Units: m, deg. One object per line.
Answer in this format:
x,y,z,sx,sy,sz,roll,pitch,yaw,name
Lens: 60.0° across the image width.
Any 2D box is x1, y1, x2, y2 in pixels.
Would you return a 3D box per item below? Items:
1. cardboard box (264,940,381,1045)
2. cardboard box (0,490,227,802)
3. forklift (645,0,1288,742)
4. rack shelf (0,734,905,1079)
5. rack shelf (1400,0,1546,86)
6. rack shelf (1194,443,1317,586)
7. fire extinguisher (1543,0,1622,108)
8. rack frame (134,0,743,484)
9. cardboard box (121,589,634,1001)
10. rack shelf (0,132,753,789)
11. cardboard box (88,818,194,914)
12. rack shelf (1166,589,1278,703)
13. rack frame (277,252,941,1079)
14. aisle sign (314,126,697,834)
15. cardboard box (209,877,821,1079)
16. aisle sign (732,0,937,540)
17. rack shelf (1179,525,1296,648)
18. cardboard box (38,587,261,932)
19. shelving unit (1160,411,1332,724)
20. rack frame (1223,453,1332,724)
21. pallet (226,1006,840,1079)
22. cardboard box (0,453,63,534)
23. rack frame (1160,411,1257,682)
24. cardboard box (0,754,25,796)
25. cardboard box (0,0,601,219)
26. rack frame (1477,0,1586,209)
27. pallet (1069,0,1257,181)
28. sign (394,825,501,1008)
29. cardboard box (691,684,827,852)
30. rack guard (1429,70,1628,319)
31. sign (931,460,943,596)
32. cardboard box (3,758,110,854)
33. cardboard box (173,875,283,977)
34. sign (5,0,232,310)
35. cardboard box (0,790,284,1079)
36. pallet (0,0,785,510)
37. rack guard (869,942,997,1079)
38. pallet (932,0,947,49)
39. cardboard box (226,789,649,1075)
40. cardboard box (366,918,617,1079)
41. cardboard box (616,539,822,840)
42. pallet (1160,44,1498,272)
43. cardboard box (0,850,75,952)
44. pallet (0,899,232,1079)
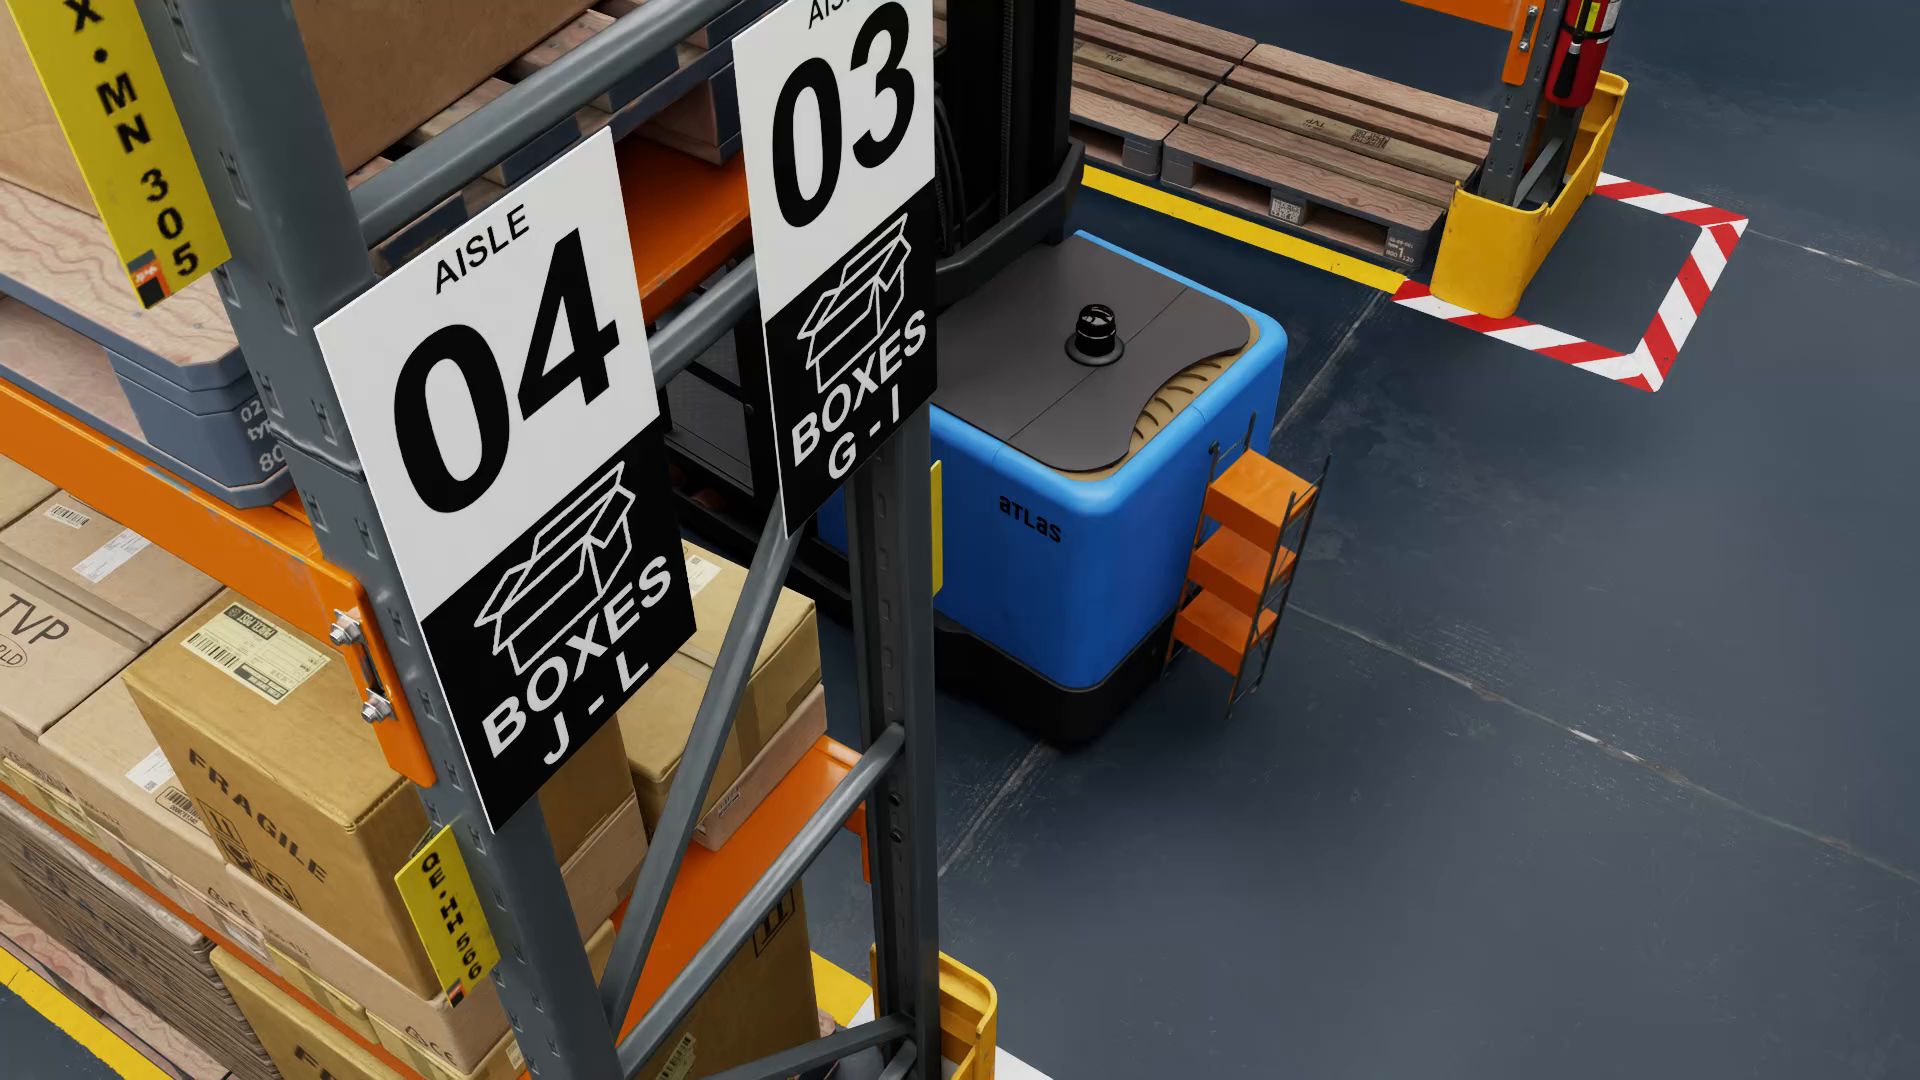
-1.063,0.714,3.140,0.250,0.149,0.380,25,51,22,cardboard box
-1.773,0.192,3.369,0.500,0.250,0.500,23,50,21,cardboard box
-0.483,-1.303,4.972,3.031,2.935,1.130,30,53,26,forklift
-2.050,0.141,4.023,4.000,0.370,1.077,25,51,22,rack shelf
0.624,-2.849,6.928,4.000,0.370,1.077,25,51,22,rack shelf
0.838,-0.073,4.698,0.240,0.259,0.215,33,54,23,rack shelf
2.189,-1.836,5.756,0.183,0.674,0.296,25,51,22,fire extinguisher
-0.366,-1.426,0.861,0.127,3.000,1.000,25,51,22,rack frame
-0.918,0.322,2.720,0.500,0.500,0.500,25,51,23,cardboard box
-2.050,-0.904,2.947,4.000,0.370,1.077,25,51,22,rack shelf
-1.485,0.518,3.330,0.250,0.149,0.380,26,51,23,cardboard box
0.808,0.300,5.117,0.240,0.259,0.215,33,54,23,rack shelf
-0.366,0.665,3.013,0.127,3.000,1.000,25,51,22,rack frame
-0.468,-0.032,1.877,0.004,0.787,0.394,25,51,22,aisle sign
-0.948,1.059,3.818,0.875,0.875,0.875,25,51,22,cardboard box
-0.144,-0.395,2.229,0.004,0.787,0.394,25,51,22,aisle sign
0.823,0.115,4.910,0.240,0.259,0.215,33,54,23,rack shelf
-1.344,0.389,3.178,0.500,0.250,0.500,24,50,21,cardboard box
0.823,0.108,4.902,0.252,1.050,0.215,33,54,23,shelving unit
0.917,0.170,4.853,0.008,1.050,0.200,33,54,23,rack frame
-1.081,1.374,4.268,1.213,0.211,1.003,25,51,22,pallet
-2.213,-0.007,3.562,0.500,0.250,0.500,25,51,22,cardboard box
0.730,0.047,4.950,0.008,1.050,0.200,33,54,23,rack frame
-1.923,0.319,3.524,0.250,0.149,0.380,25,51,22,cardboard box
-0.833,-0.766,1.879,0.500,0.500,0.700,22,50,20,cardboard box
2.308,-2.325,5.918,0.127,3.000,1.000,25,51,22,rack frame
0.612,-2.169,7.711,1.213,0.211,1.003,25,51,22,pallet
-0.671,0.501,2.199,0.005,0.325,0.100,25,51,22,sign
-0.487,0.416,3.430,0.250,0.149,0.380,25,51,23,cardboard box
2.335,-1.453,6.813,0.348,0.500,1.175,25,51,22,rack guard
-0.062,0.003,2.997,0.005,0.325,0.100,25,51,22,sign
-1.704,0.419,3.427,0.250,0.149,0.380,24,50,21,cardboard box
-1.275,0.615,3.236,0.250,0.149,0.380,25,51,22,cardboard box
-0.671,-0.339,1.335,0.005,0.325,0.100,25,51,22,sign
-1.714,0.707,4.160,0.875,0.875,0.875,25,51,22,cardboard box
-0.996,-0.631,2.242,1.213,0.211,1.003,25,51,22,pallet
-0.346,1.545,3.900,0.348,0.500,1.175,25,51,22,rack guard
-0.419,-2.641,8.169,1.213,0.211,1.003,25,51,22,pallet
-0.917,0.586,2.986,0.500,0.250,0.500,24,50,22,cardboard box
-0.844,0.813,3.043,0.250,0.149,0.380,26,51,23,cardboard box
-0.624,0.264,3.299,0.500,0.250,0.500,23,50,21,cardboard box
1.635,-1.696,7.251,1.213,0.211,1.003,25,51,22,pallet
-2.463,0.362,4.495,0.875,0.875,0.875,25,51,22,cardboard box
-2.104,0.901,4.727,1.213,0.211,1.003,25,51,22,pallet
